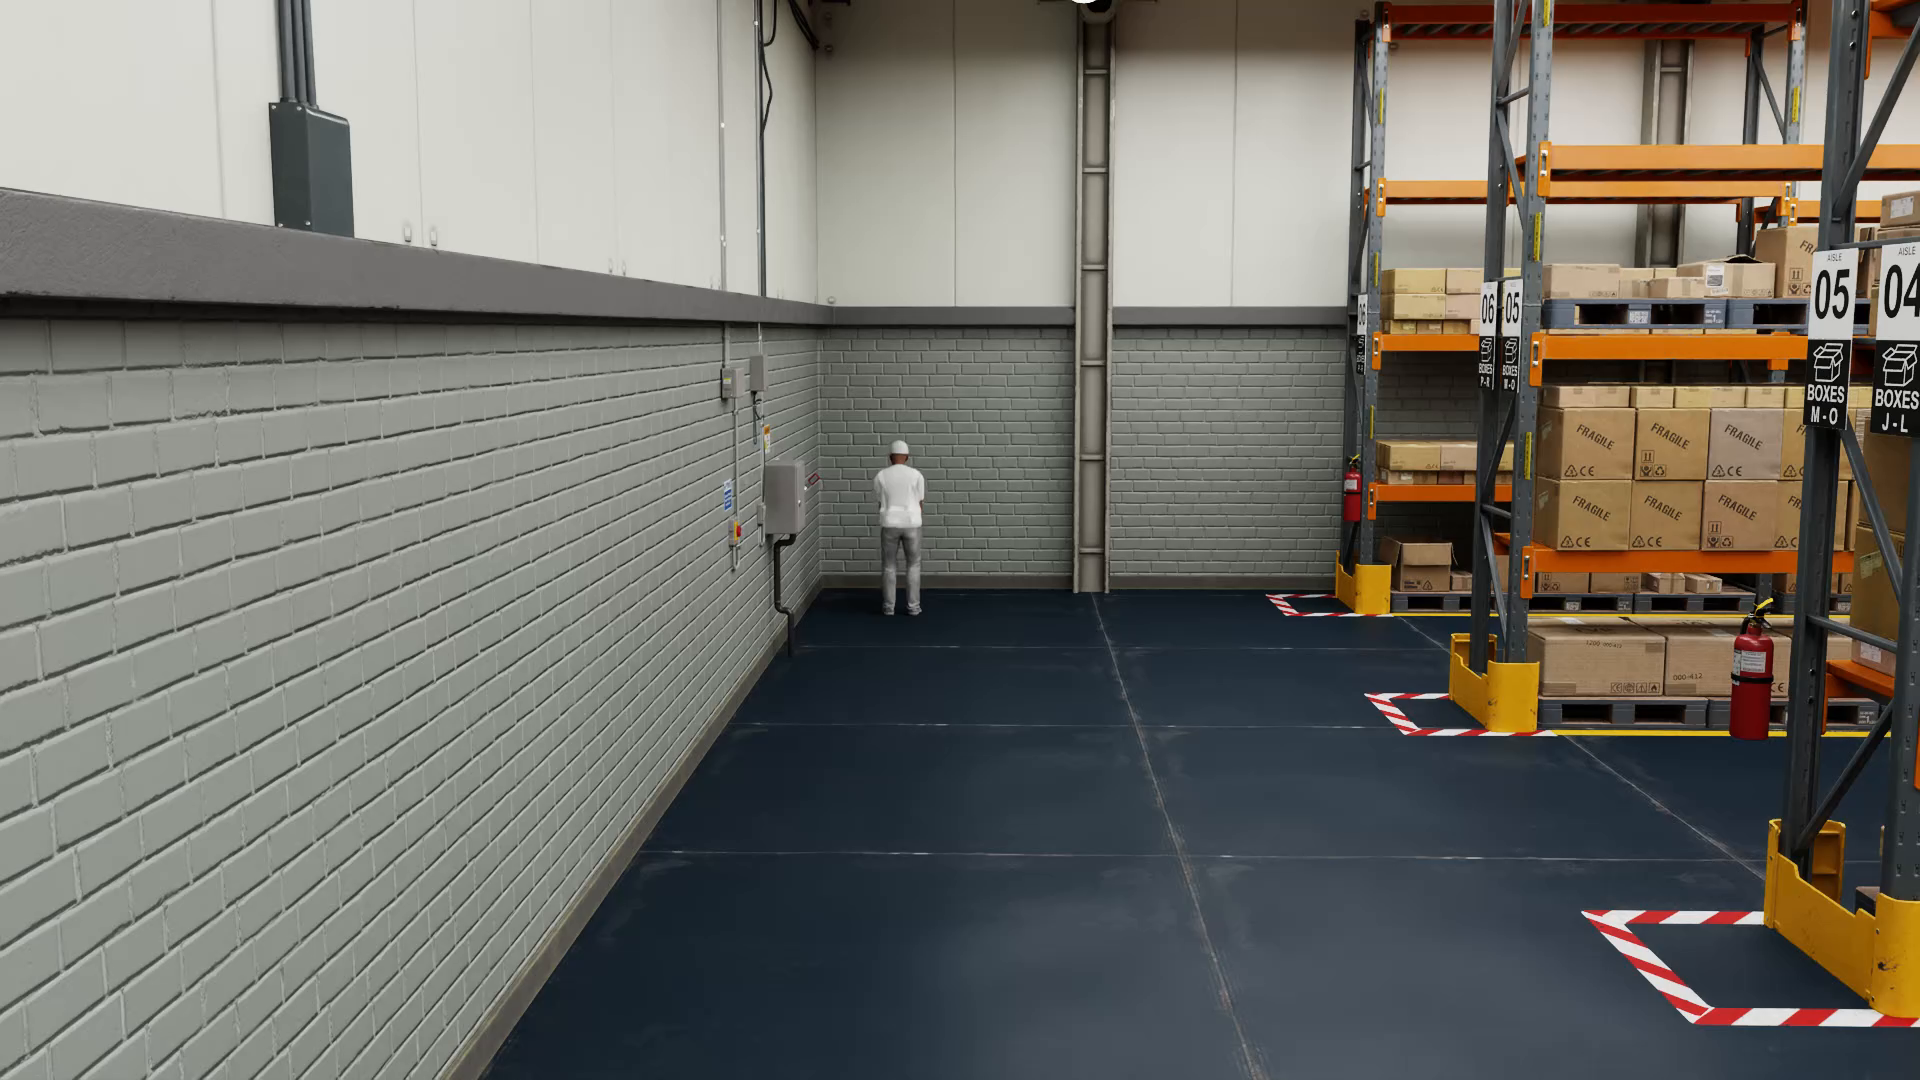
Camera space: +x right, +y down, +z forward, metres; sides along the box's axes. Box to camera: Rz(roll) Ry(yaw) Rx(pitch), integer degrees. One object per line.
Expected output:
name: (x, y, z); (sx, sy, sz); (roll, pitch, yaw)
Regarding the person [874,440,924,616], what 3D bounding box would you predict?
person: (-0.610, -0.136, 16.798); (0.503, 1.752, 0.587); (0, 7, 0)
